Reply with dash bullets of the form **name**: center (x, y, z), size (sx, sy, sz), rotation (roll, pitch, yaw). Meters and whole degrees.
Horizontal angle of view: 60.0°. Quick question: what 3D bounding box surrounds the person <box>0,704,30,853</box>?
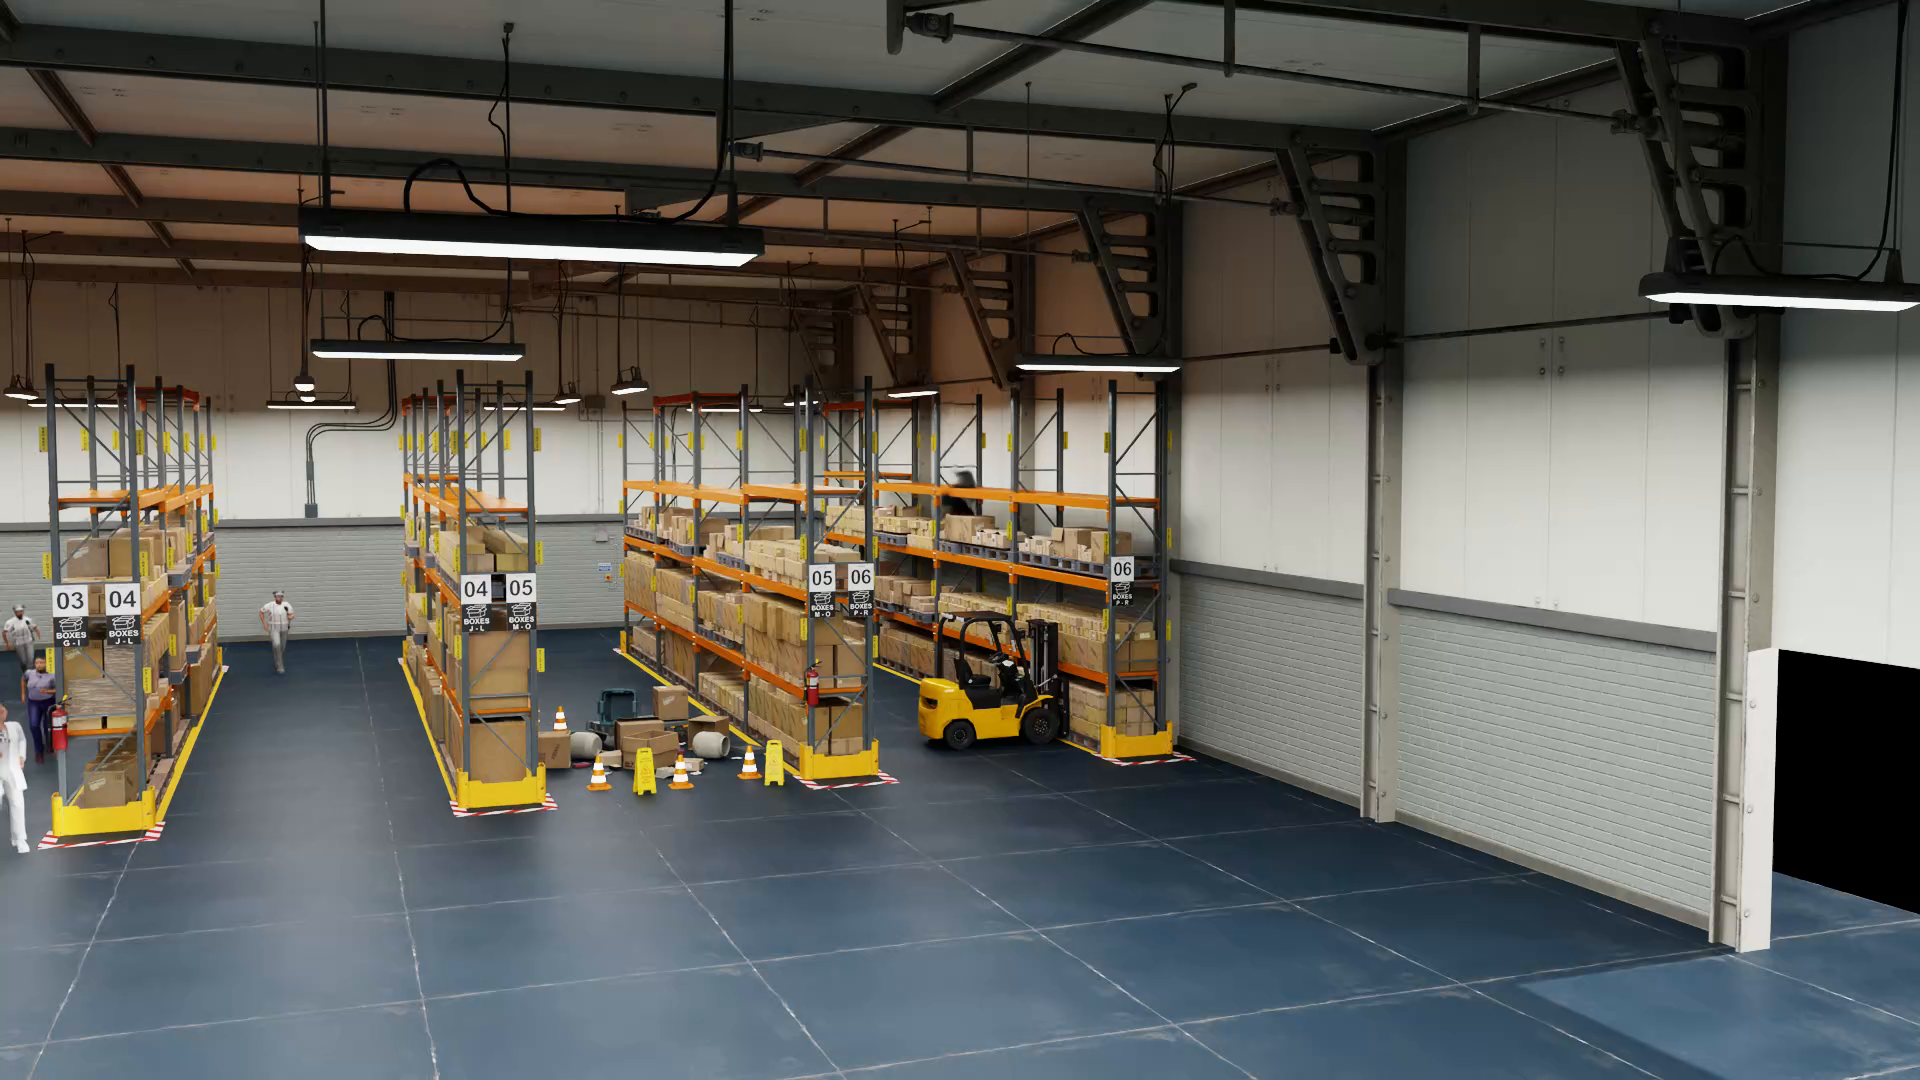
- **person**: center (-11.788, 2.905, 20.421), size (0.949, 1.802, 0.728), rotation (3, 4, 41)

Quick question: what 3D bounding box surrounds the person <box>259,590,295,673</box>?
- **person**: center (-14.951, 1.981, 36.511), size (0.671, 1.801, 0.935), rotation (-3, 4, -41)

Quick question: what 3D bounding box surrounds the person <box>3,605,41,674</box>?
- **person**: center (-19.644, 2.171, 34.795), size (0.682, 1.671, 0.600), rotation (-3, 4, -41)

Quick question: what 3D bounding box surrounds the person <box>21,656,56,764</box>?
- **person**: center (-14.491, 2.659, 26.285), size (0.627, 1.694, 0.879), rotation (-1, 4, -20)
